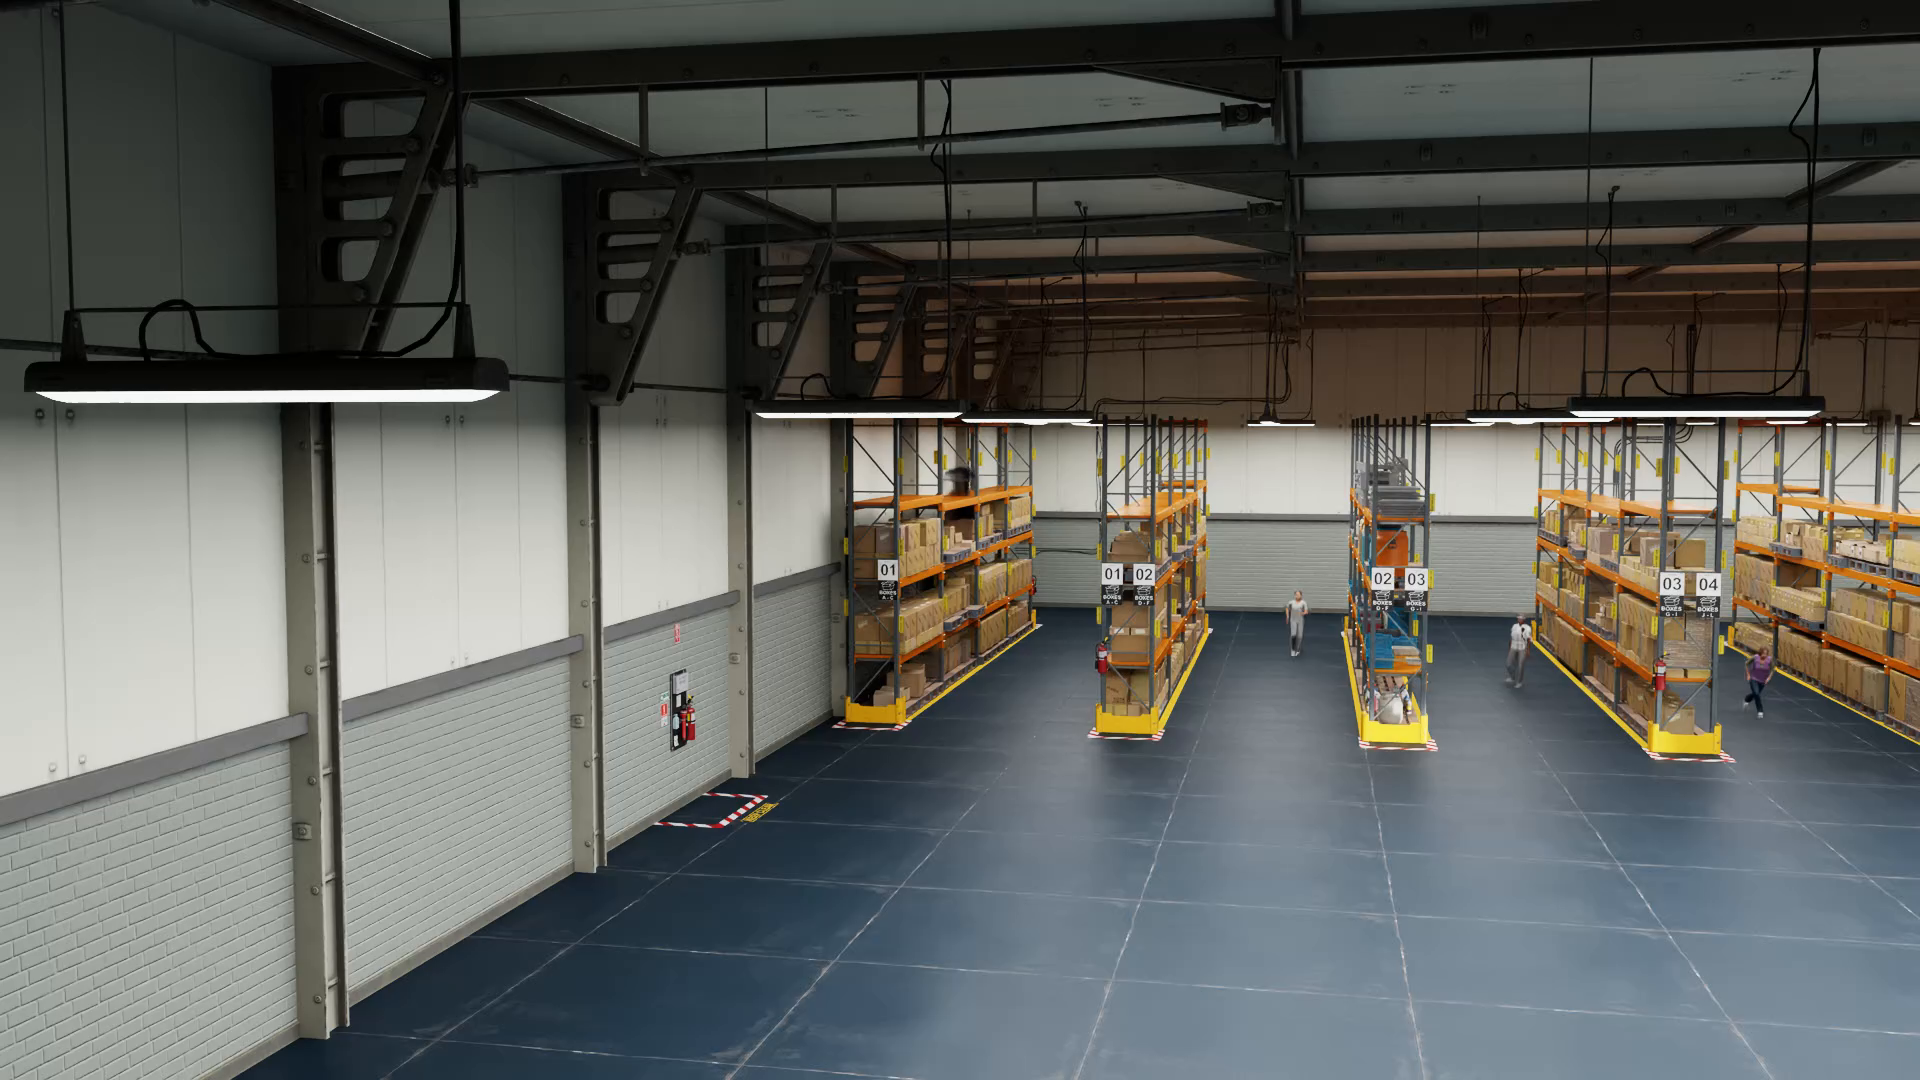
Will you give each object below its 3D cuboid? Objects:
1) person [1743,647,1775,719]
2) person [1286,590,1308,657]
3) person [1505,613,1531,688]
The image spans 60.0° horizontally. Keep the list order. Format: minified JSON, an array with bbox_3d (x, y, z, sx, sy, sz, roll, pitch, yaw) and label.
[{"bbox_3d":[15.908,2.821,33.190,0.535,1.399,0.986,1,4,9],"label":"person"},{"bbox_3d":[8.481,2.103,41.838,0.524,1.688,0.702,0,4,6],"label":"person"},{"bbox_3d":[12.373,2.450,36.858,0.588,1.695,0.476,3,5,41],"label":"person"}]
